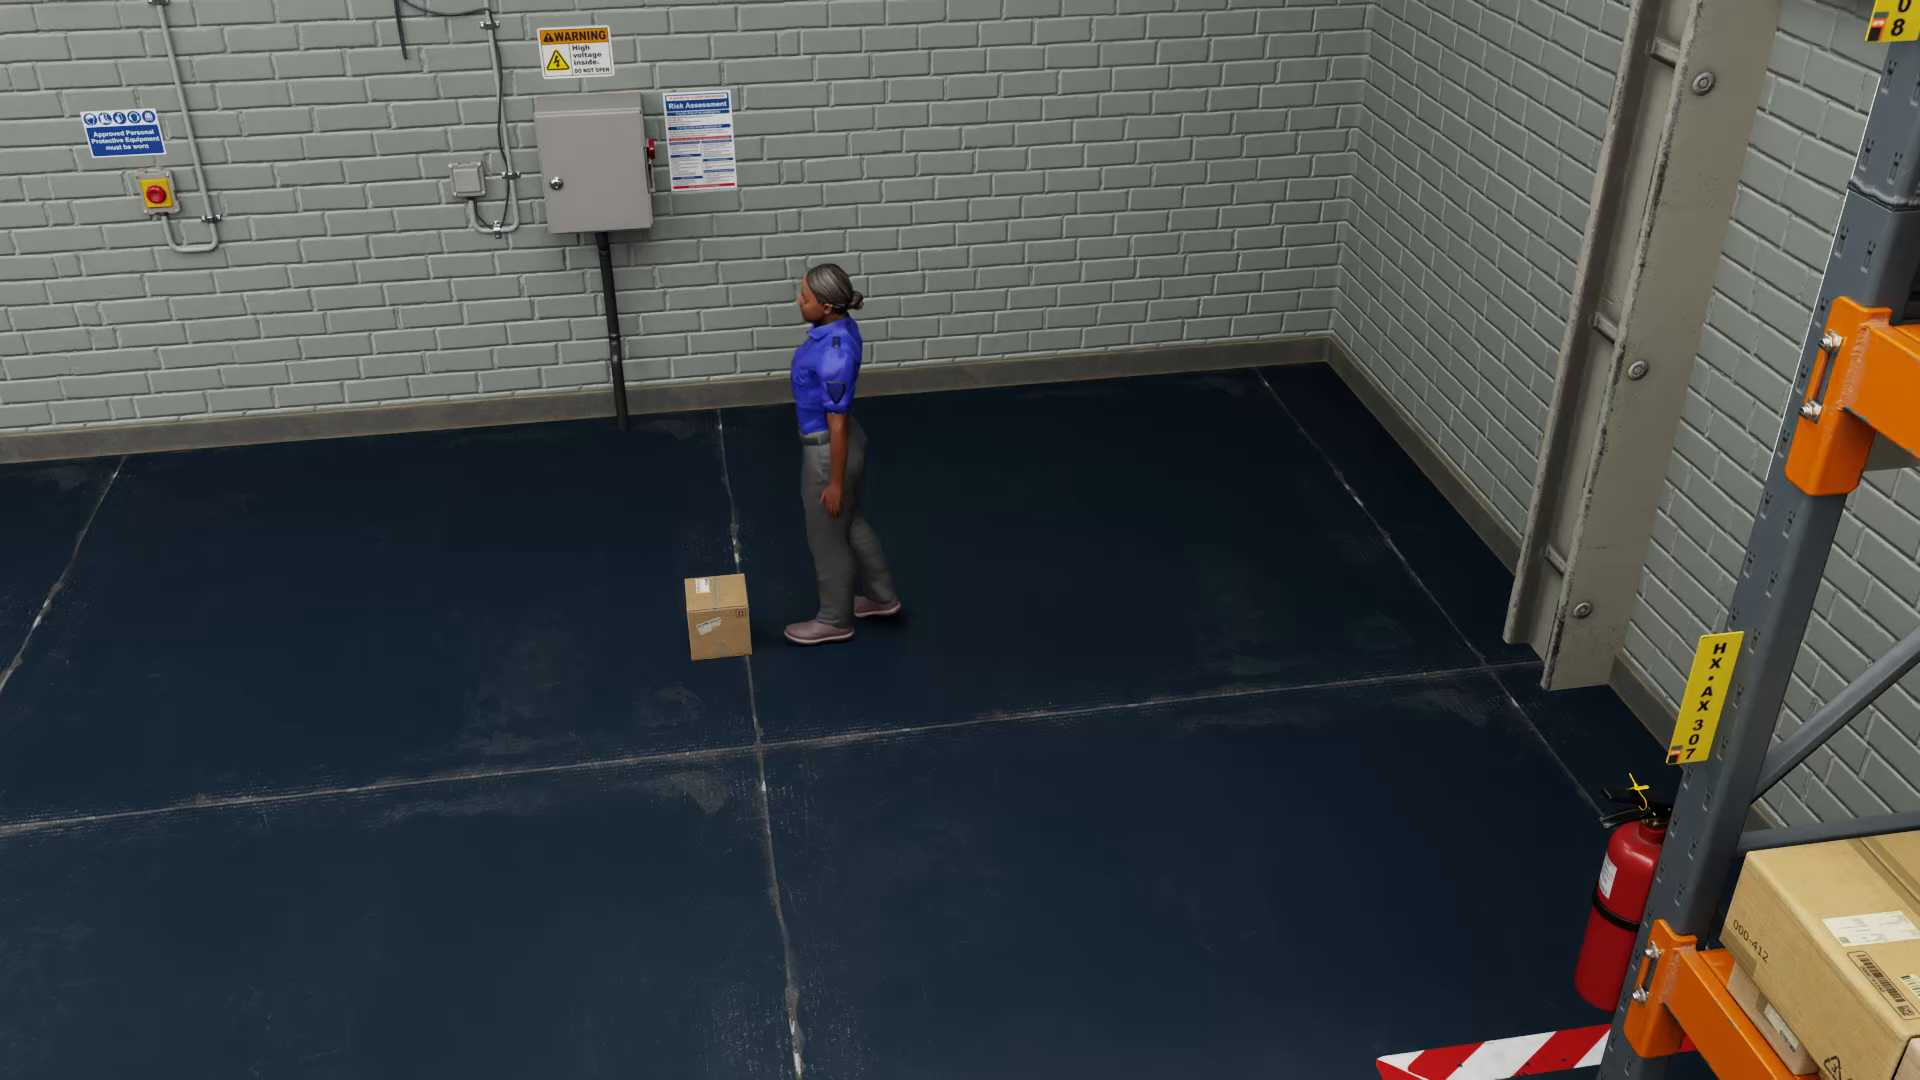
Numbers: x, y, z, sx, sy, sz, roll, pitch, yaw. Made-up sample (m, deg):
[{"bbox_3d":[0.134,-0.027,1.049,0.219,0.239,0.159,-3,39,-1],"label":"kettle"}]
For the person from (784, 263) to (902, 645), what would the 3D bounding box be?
[{"bbox_3d":[-0.496,-0.332,6.681,0.489,1.666,0.475,1,31,1],"label":"person"}]
